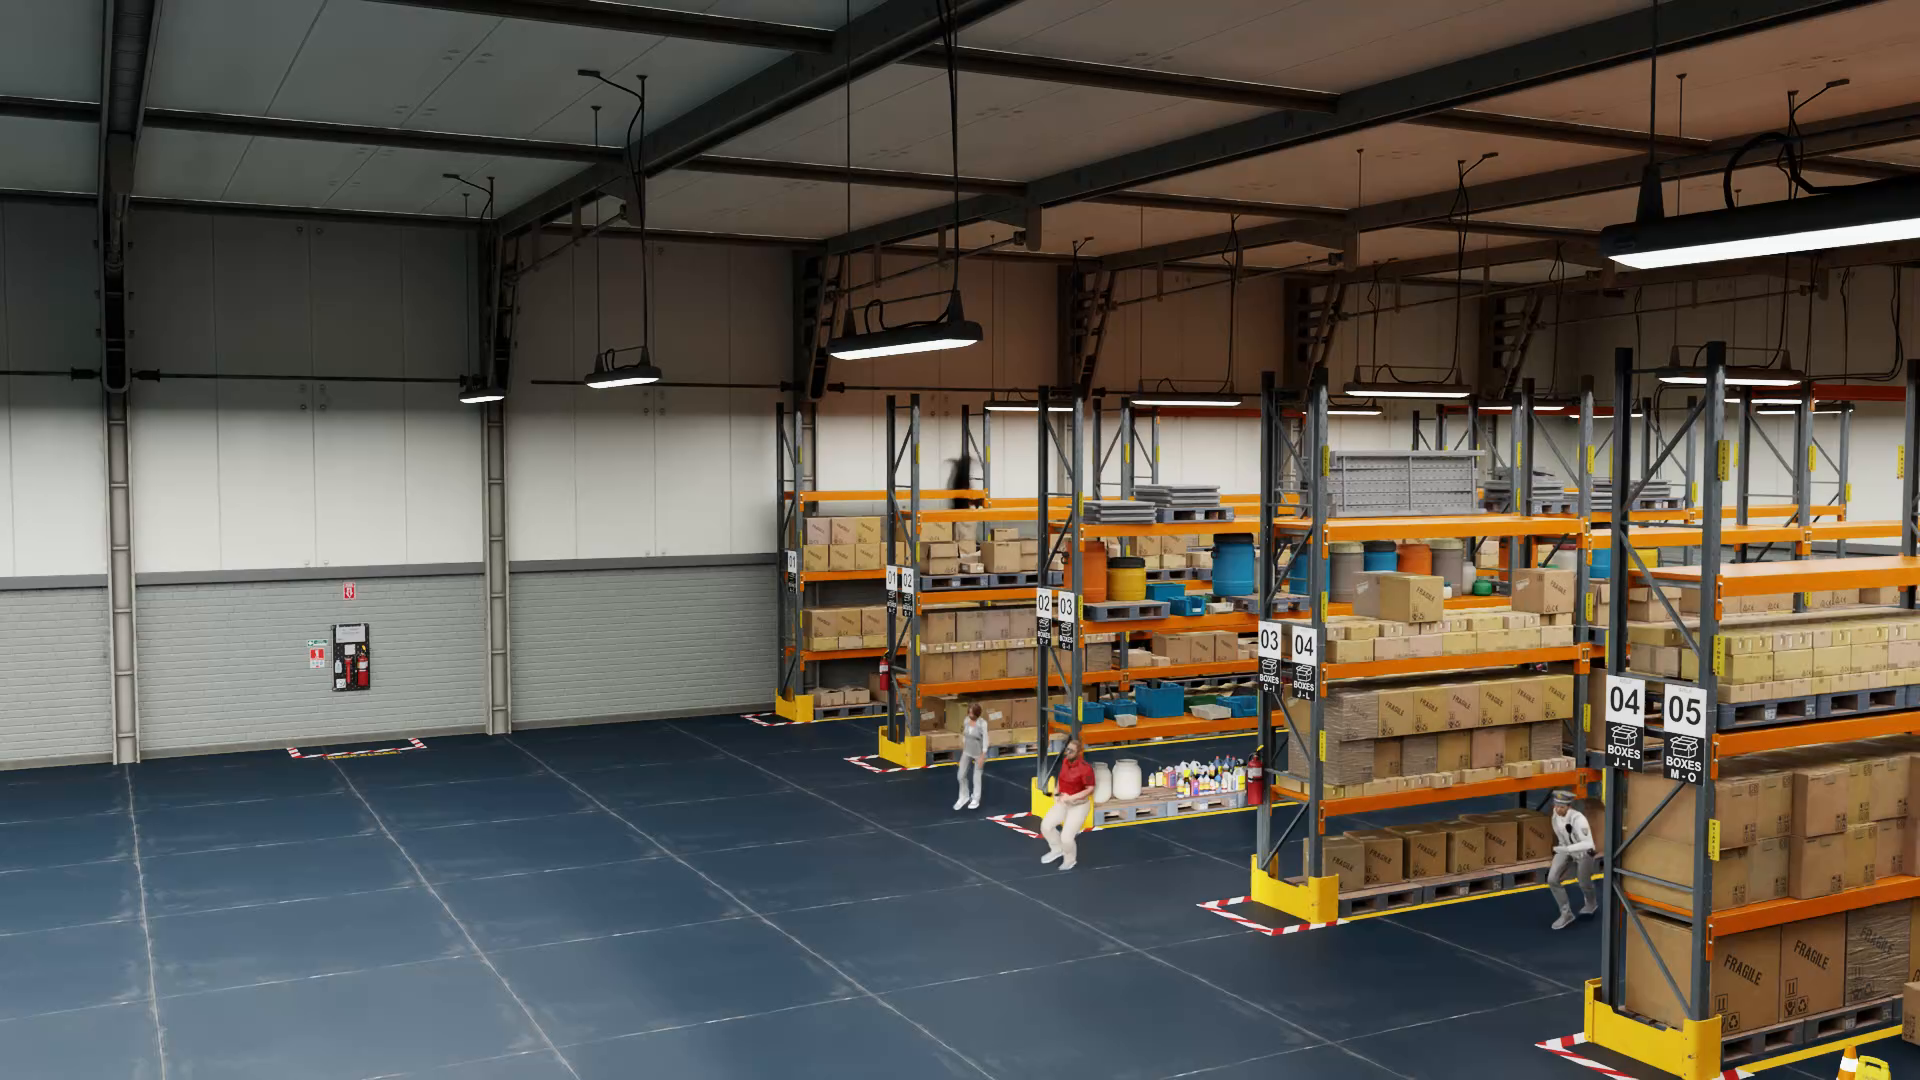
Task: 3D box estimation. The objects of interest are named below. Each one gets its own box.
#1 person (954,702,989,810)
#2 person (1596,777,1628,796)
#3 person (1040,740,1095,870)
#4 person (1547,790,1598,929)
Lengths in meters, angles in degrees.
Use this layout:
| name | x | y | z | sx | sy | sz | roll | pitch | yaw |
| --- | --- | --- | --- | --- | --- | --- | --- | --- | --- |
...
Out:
| name | x | y | z | sx | sy | sz | roll | pitch | yaw |
| --- | --- | --- | --- | --- | --- | --- | --- | --- | --- |
| person | 0.179 | 3.045 | 23.445 | 0.548 | 1.546 | 0.565 | 1 | 3 | 21 |
| person | 9.265 | 2.964 | 23.342 | 0.796 | 1.732 | 0.759 | 0 | 3 | -5 |
| person | 1.278 | 3.235 | 20.152 | 0.859 | 1.658 | 0.664 | 3 | 4 | 42 |
| person | 6.633 | 3.388 | 17.855 | 1.049 | 1.497 | 0.604 | -3 | 4 | -39 |
